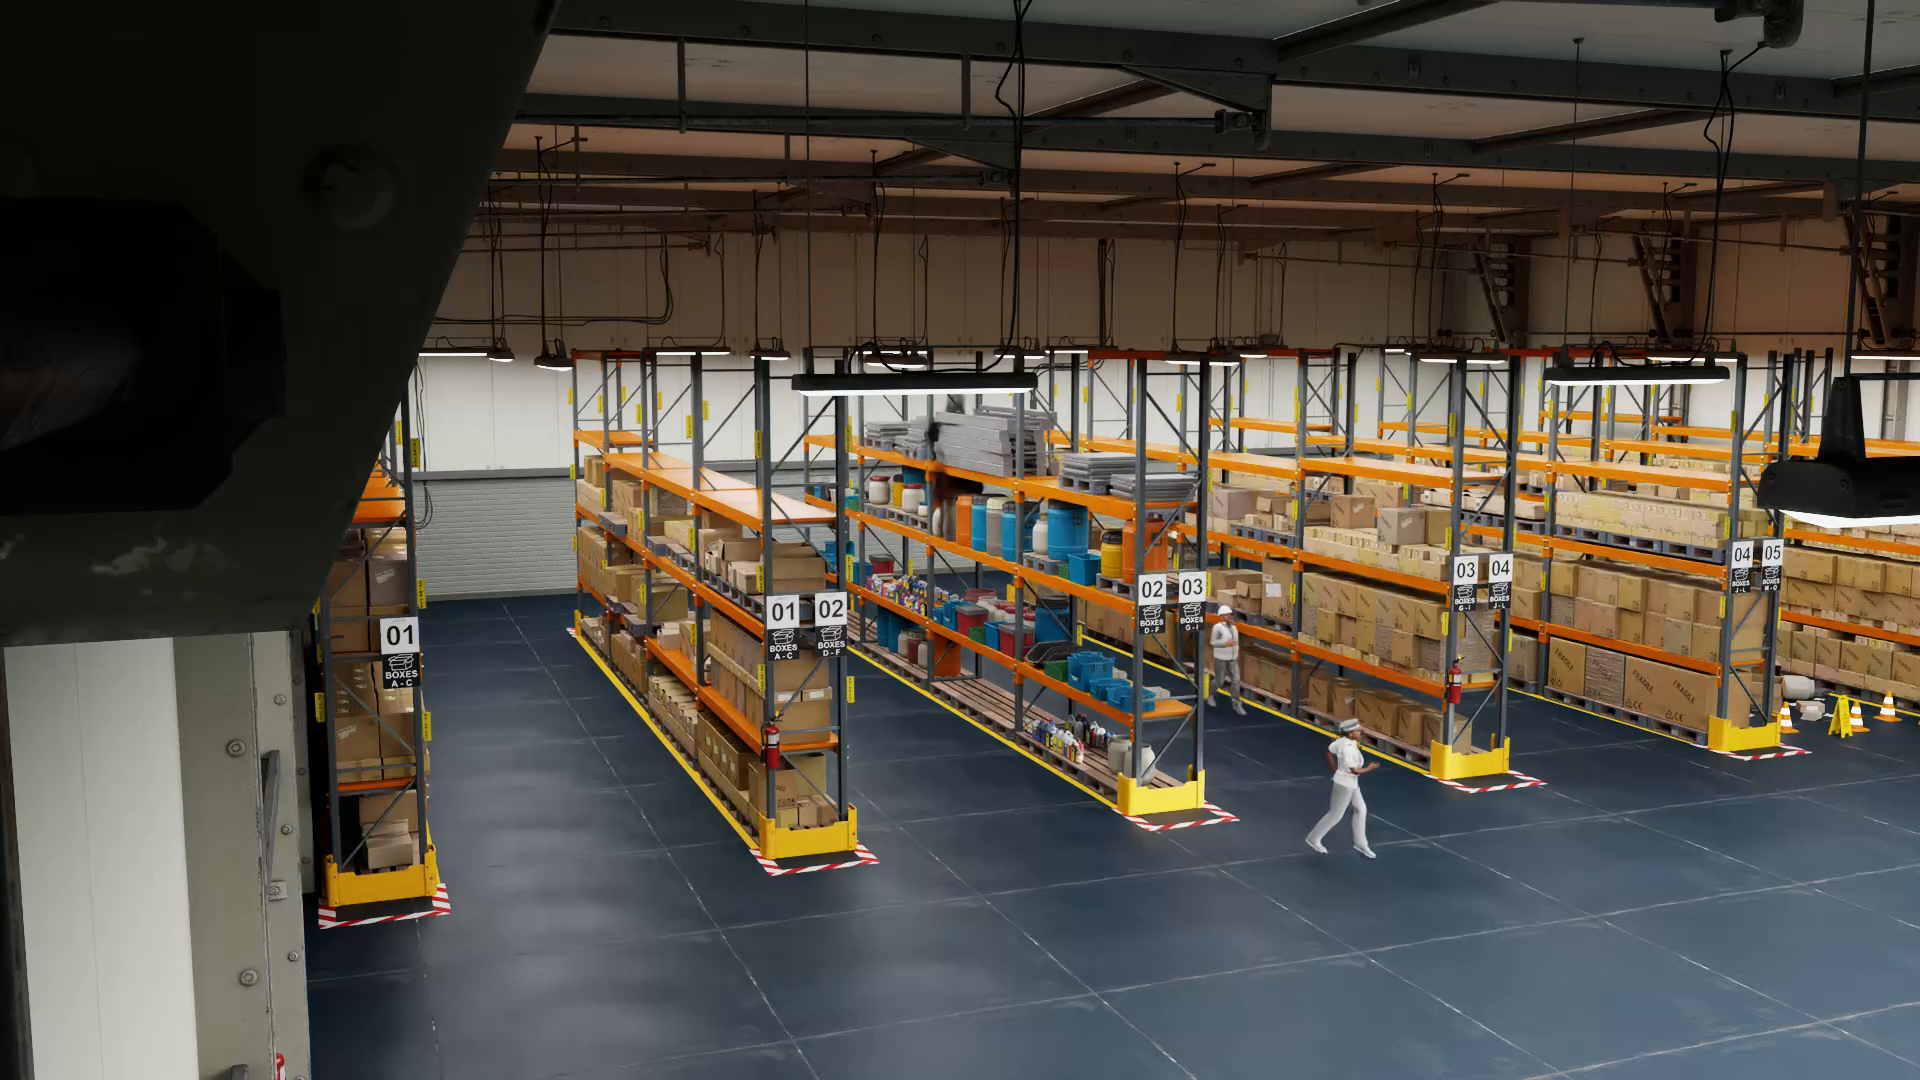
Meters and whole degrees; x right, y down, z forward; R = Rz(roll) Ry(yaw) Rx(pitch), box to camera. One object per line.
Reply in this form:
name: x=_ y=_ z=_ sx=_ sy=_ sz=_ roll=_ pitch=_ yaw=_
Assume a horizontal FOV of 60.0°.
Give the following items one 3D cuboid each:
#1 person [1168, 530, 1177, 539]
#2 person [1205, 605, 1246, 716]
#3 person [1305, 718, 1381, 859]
person: x=5.205 y=0.353 z=41.091 sx=0.710 sy=1.702 sz=0.588 roll=3 pitch=8 yaw=22
person: x=4.432 y=1.981 z=27.764 sx=0.653 sy=1.793 sz=0.902 roll=-4 pitch=8 yaw=-30
person: x=4.626 y=2.993 z=20.083 sx=0.865 sy=1.734 sz=0.547 roll=2 pitch=7 yaw=13
